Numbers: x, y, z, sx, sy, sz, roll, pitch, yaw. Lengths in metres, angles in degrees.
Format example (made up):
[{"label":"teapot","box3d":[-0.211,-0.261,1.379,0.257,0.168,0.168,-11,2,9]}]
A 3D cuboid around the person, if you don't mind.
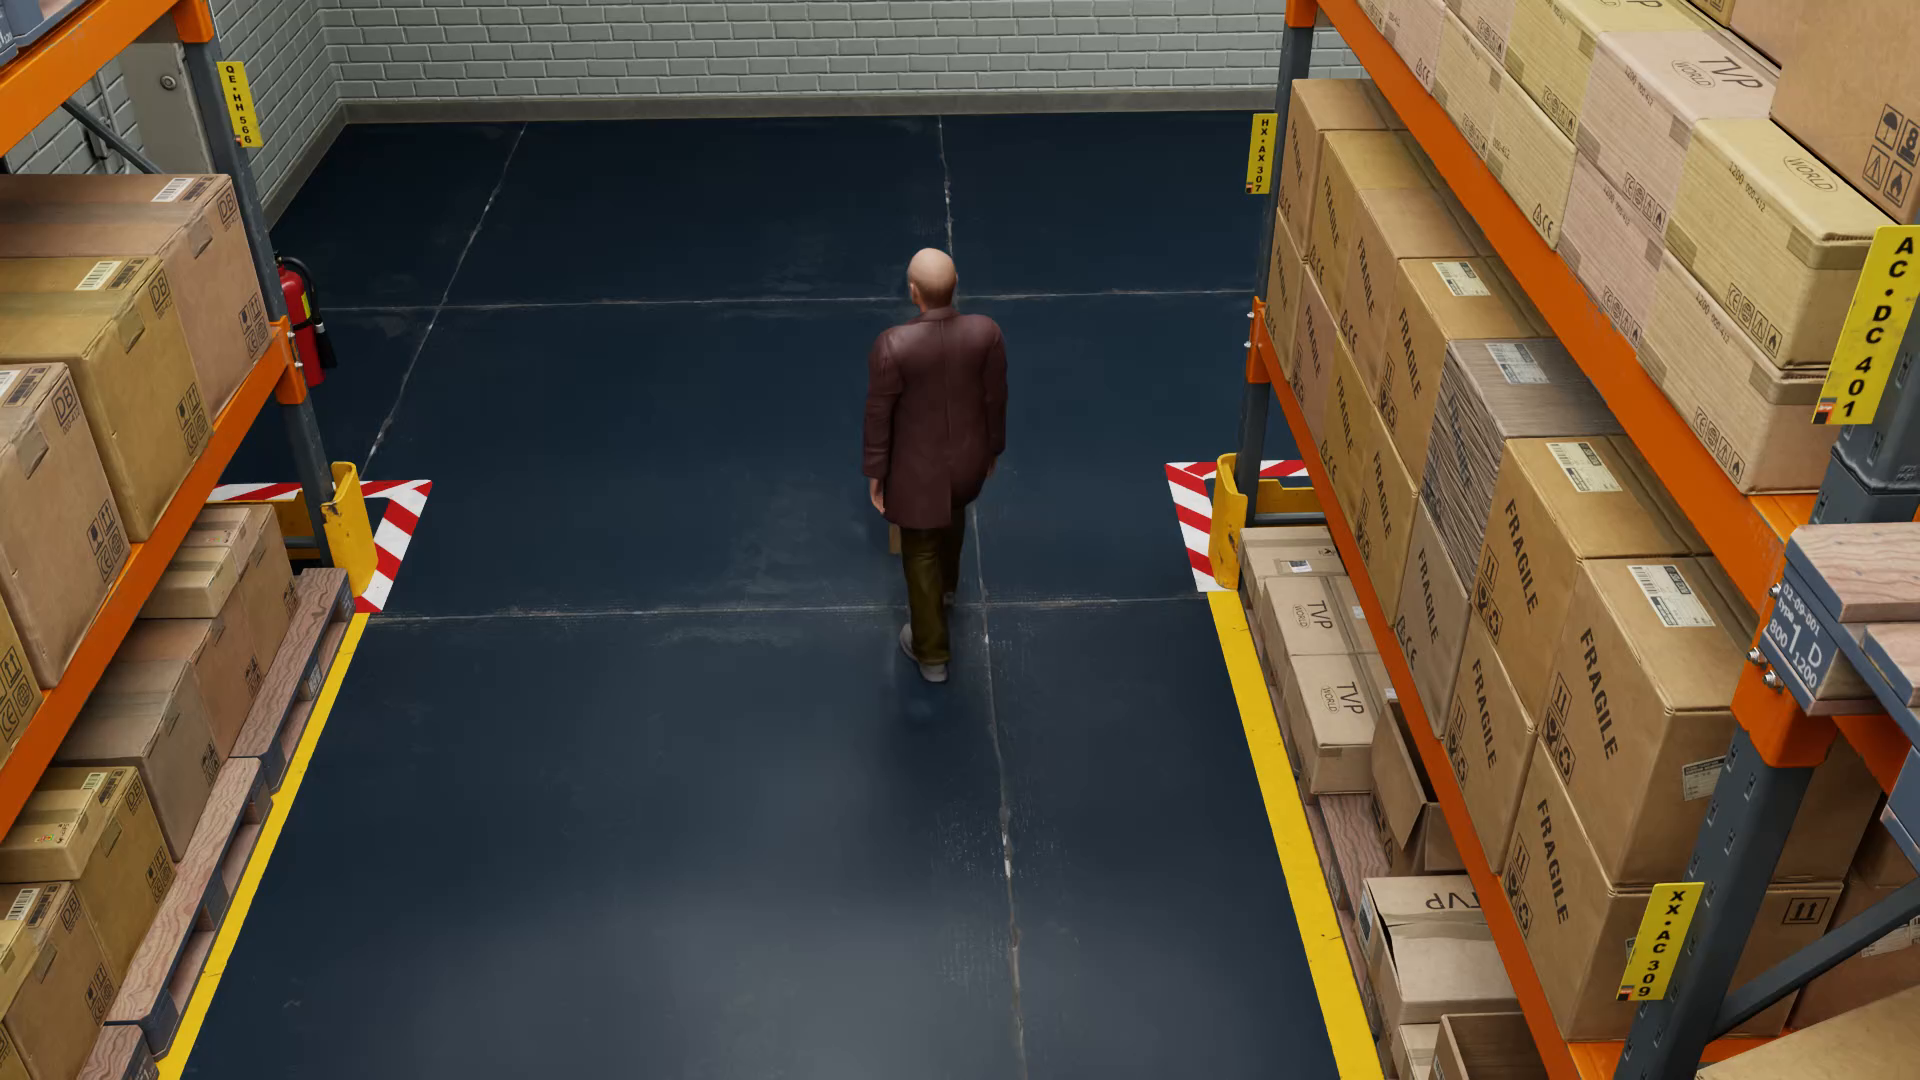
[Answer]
[{"label":"person","box3d":[-0.122,-0.359,6.655,0.601,1.745,0.817,-10,36,-15]}]
